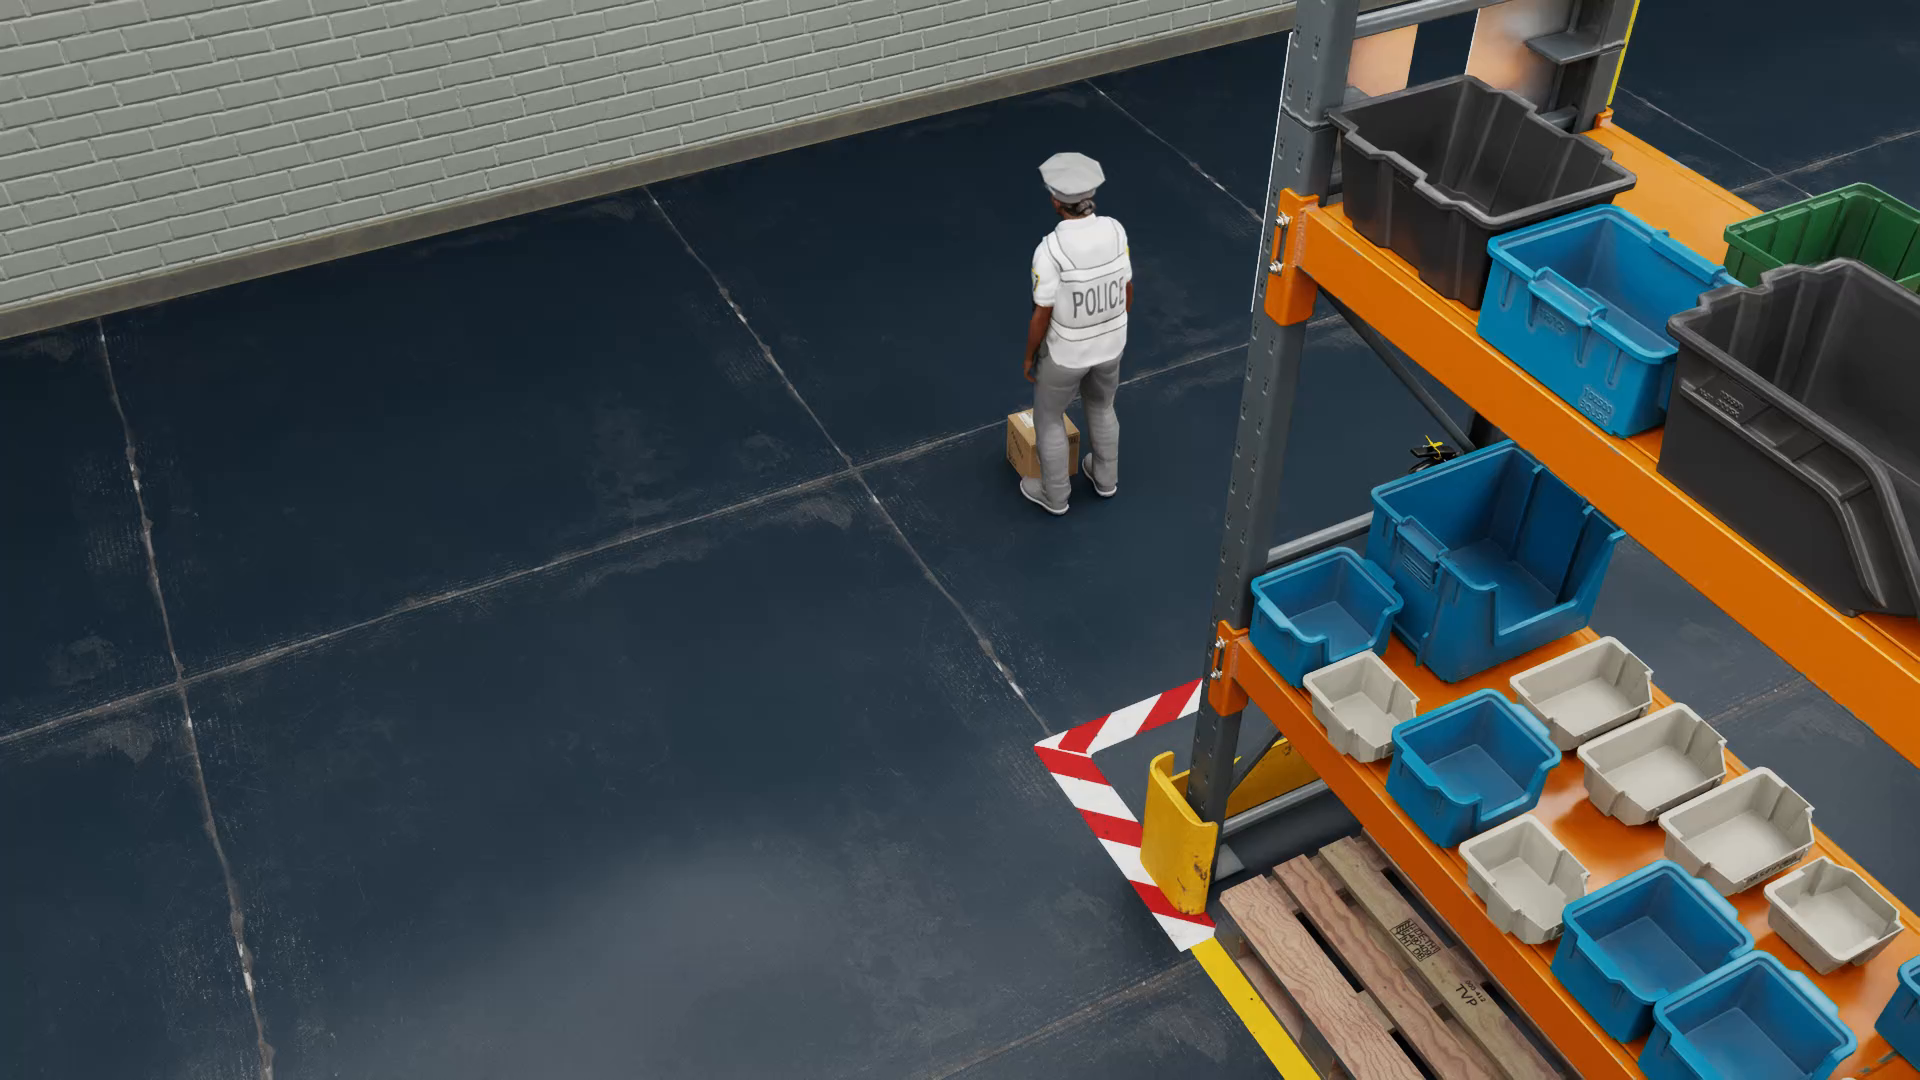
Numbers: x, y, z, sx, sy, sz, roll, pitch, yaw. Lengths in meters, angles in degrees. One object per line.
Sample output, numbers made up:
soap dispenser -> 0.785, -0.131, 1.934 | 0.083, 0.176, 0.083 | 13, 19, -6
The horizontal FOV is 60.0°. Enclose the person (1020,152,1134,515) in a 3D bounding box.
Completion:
person -> 0.502, -0.835, 7.103 | 0.509, 1.658, 0.397 | -19, 45, -20
